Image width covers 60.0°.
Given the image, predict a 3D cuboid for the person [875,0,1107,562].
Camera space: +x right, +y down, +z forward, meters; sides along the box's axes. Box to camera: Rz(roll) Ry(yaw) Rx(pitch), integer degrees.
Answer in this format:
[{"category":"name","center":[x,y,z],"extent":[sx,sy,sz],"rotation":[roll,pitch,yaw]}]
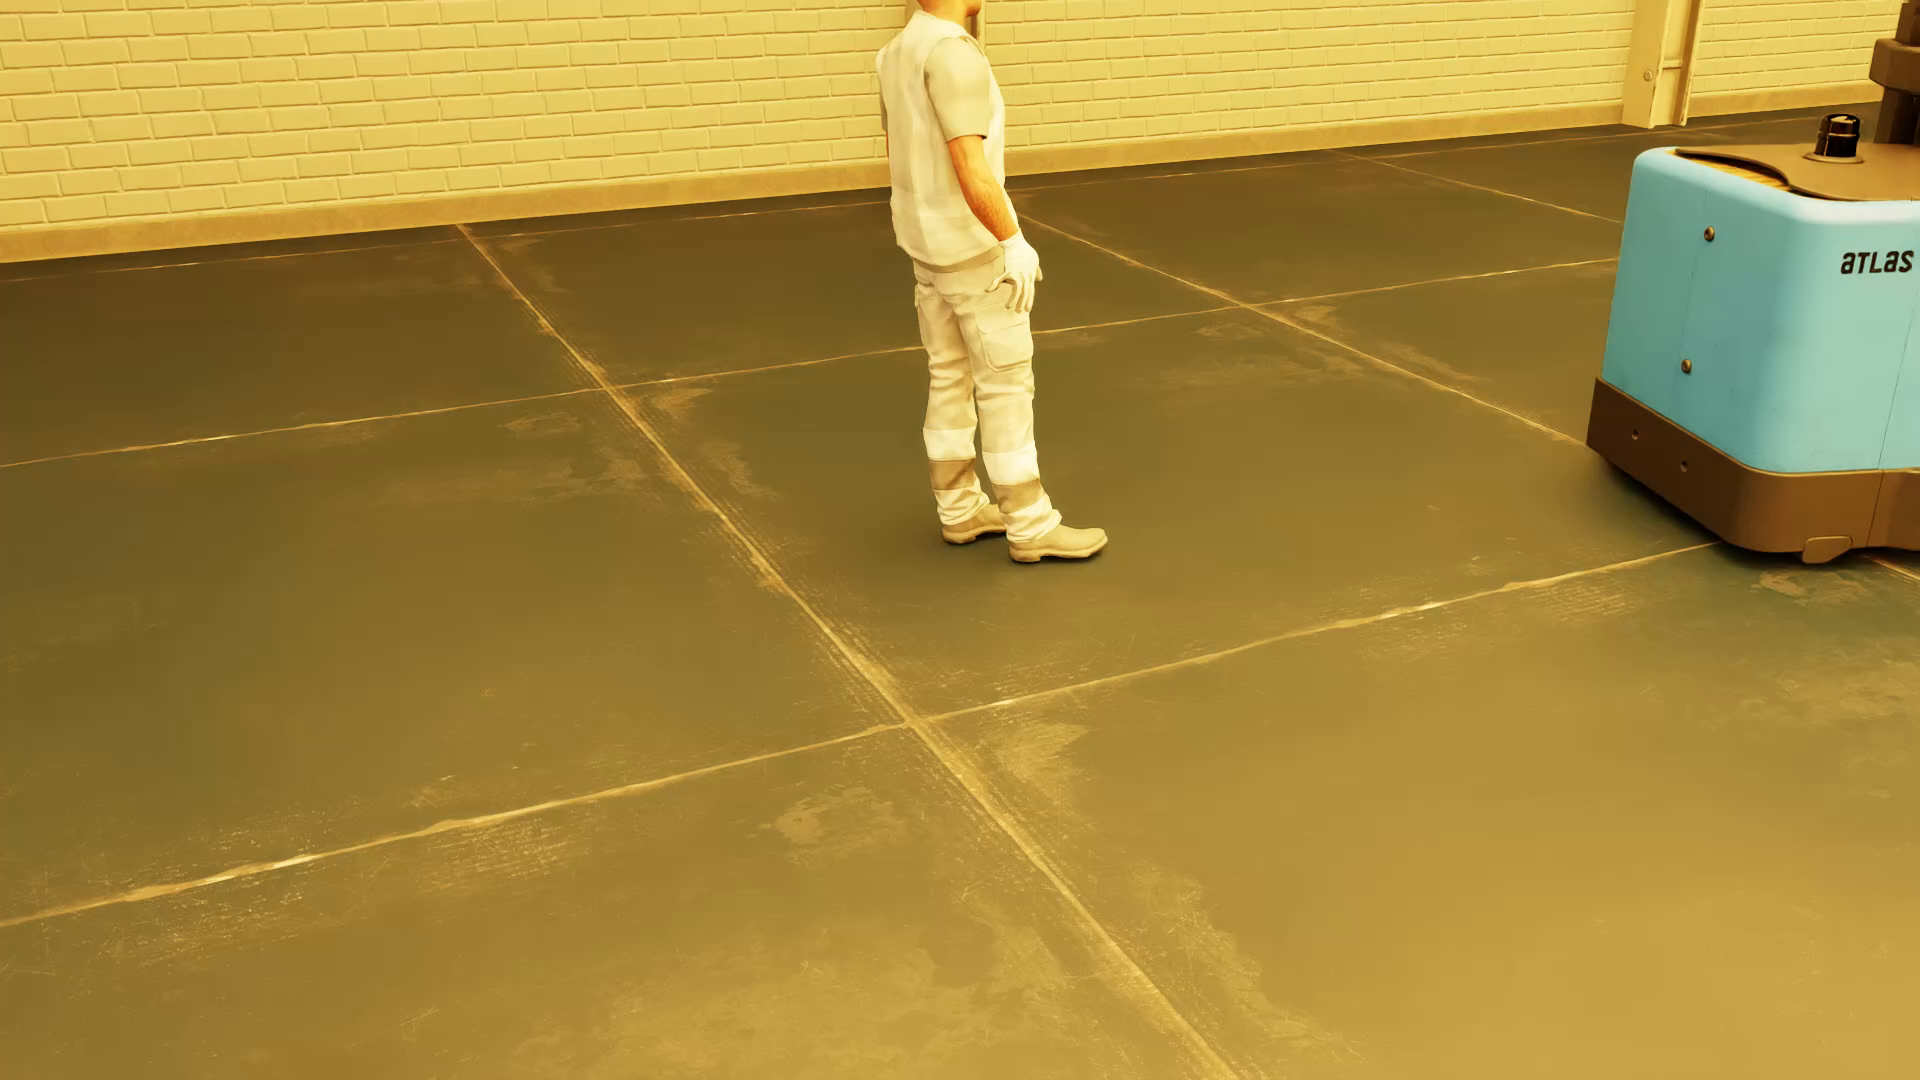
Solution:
[{"category":"person","center":[0.078,-0.842,4.781],"extent":[0.564,1.787,0.637],"rotation":[-10,25,-23]}]

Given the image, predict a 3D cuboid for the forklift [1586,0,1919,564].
[{"category":"forklift","center":[3.707,-1.521,4.947],"extent":[3.031,2.935,1.130],"rotation":[-3,23,-7]}]
